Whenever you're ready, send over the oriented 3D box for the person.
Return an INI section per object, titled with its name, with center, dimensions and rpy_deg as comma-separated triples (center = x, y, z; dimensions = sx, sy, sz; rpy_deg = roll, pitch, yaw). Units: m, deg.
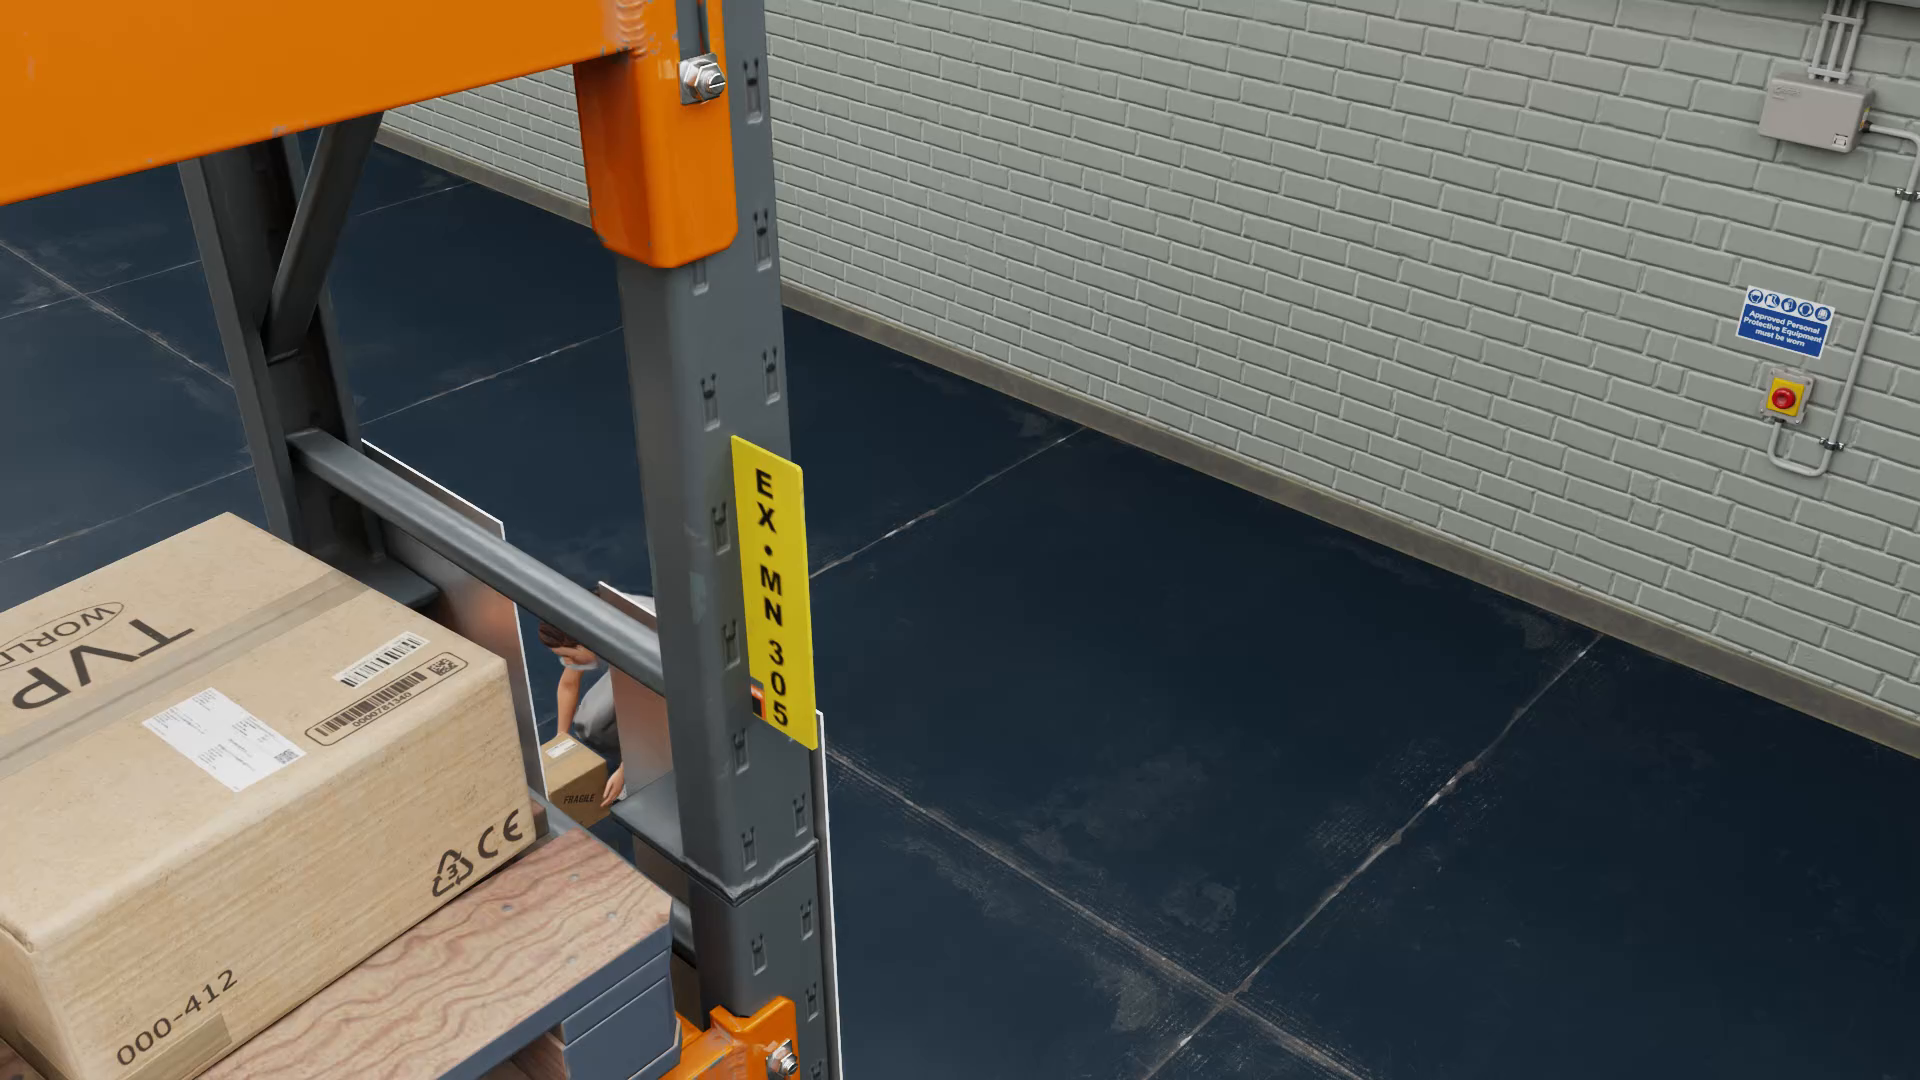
[person]
center = -1.204, 0.580, 6.225
dimensions = 0.494, 1.116, 0.747
rpy_deg = 25, 39, 35
